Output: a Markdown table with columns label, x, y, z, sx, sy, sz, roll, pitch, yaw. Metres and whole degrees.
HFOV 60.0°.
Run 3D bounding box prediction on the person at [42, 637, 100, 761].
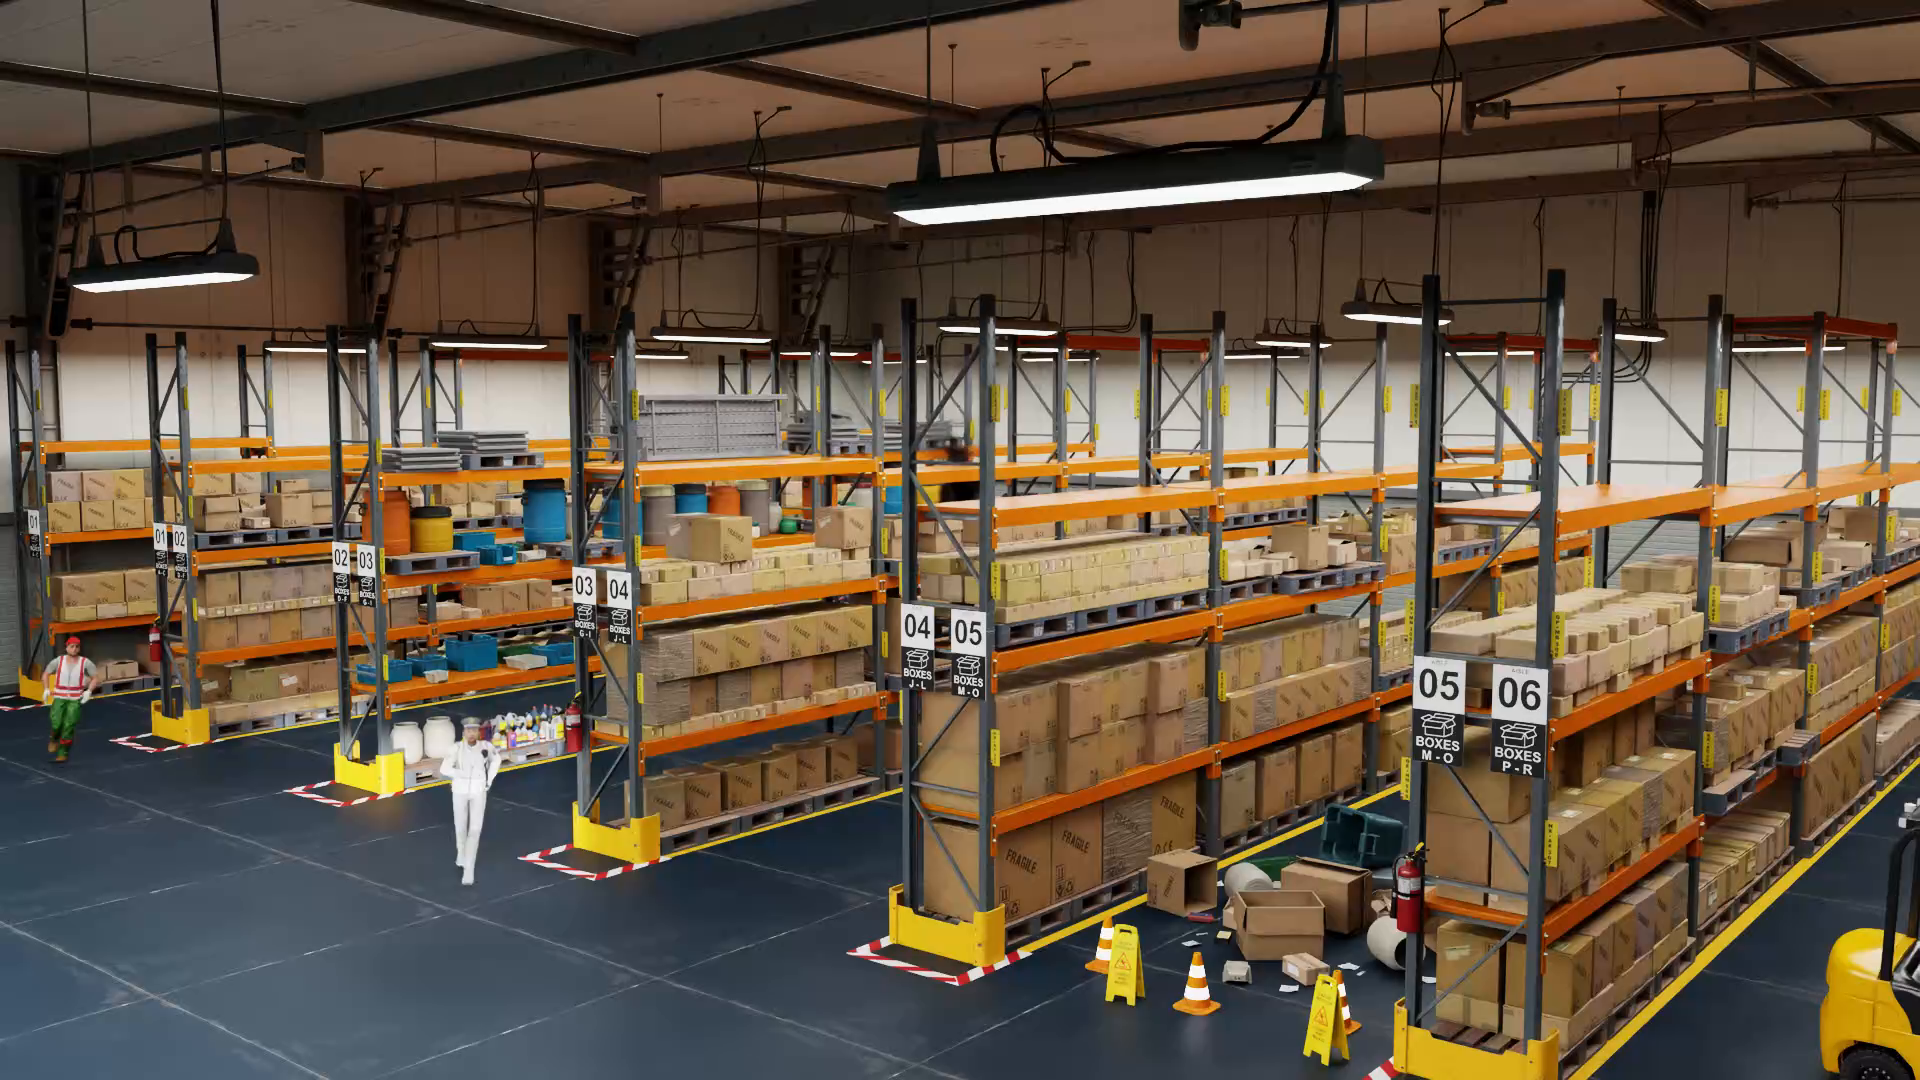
| label | x | y | z | sx | sy | sz | roll | pitch | yaw |
| --- | --- | --- | --- | --- | --- | --- | --- | --- | --- |
| person | -12.440 | 2.215 | 23.290 | 0.708 | 1.730 | 0.566 | -3 | 6 | -26 |

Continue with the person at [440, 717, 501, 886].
| label | x | y | z | sx | sy | sz | roll | pitch | yaw |
| --- | --- | --- | --- | --- | --- | --- | --- | --- | --- |
| person | -5.206 | 2.724 | 17.722 | 0.615 | 1.738 | 0.828 | -1 | 5 | -12 |
